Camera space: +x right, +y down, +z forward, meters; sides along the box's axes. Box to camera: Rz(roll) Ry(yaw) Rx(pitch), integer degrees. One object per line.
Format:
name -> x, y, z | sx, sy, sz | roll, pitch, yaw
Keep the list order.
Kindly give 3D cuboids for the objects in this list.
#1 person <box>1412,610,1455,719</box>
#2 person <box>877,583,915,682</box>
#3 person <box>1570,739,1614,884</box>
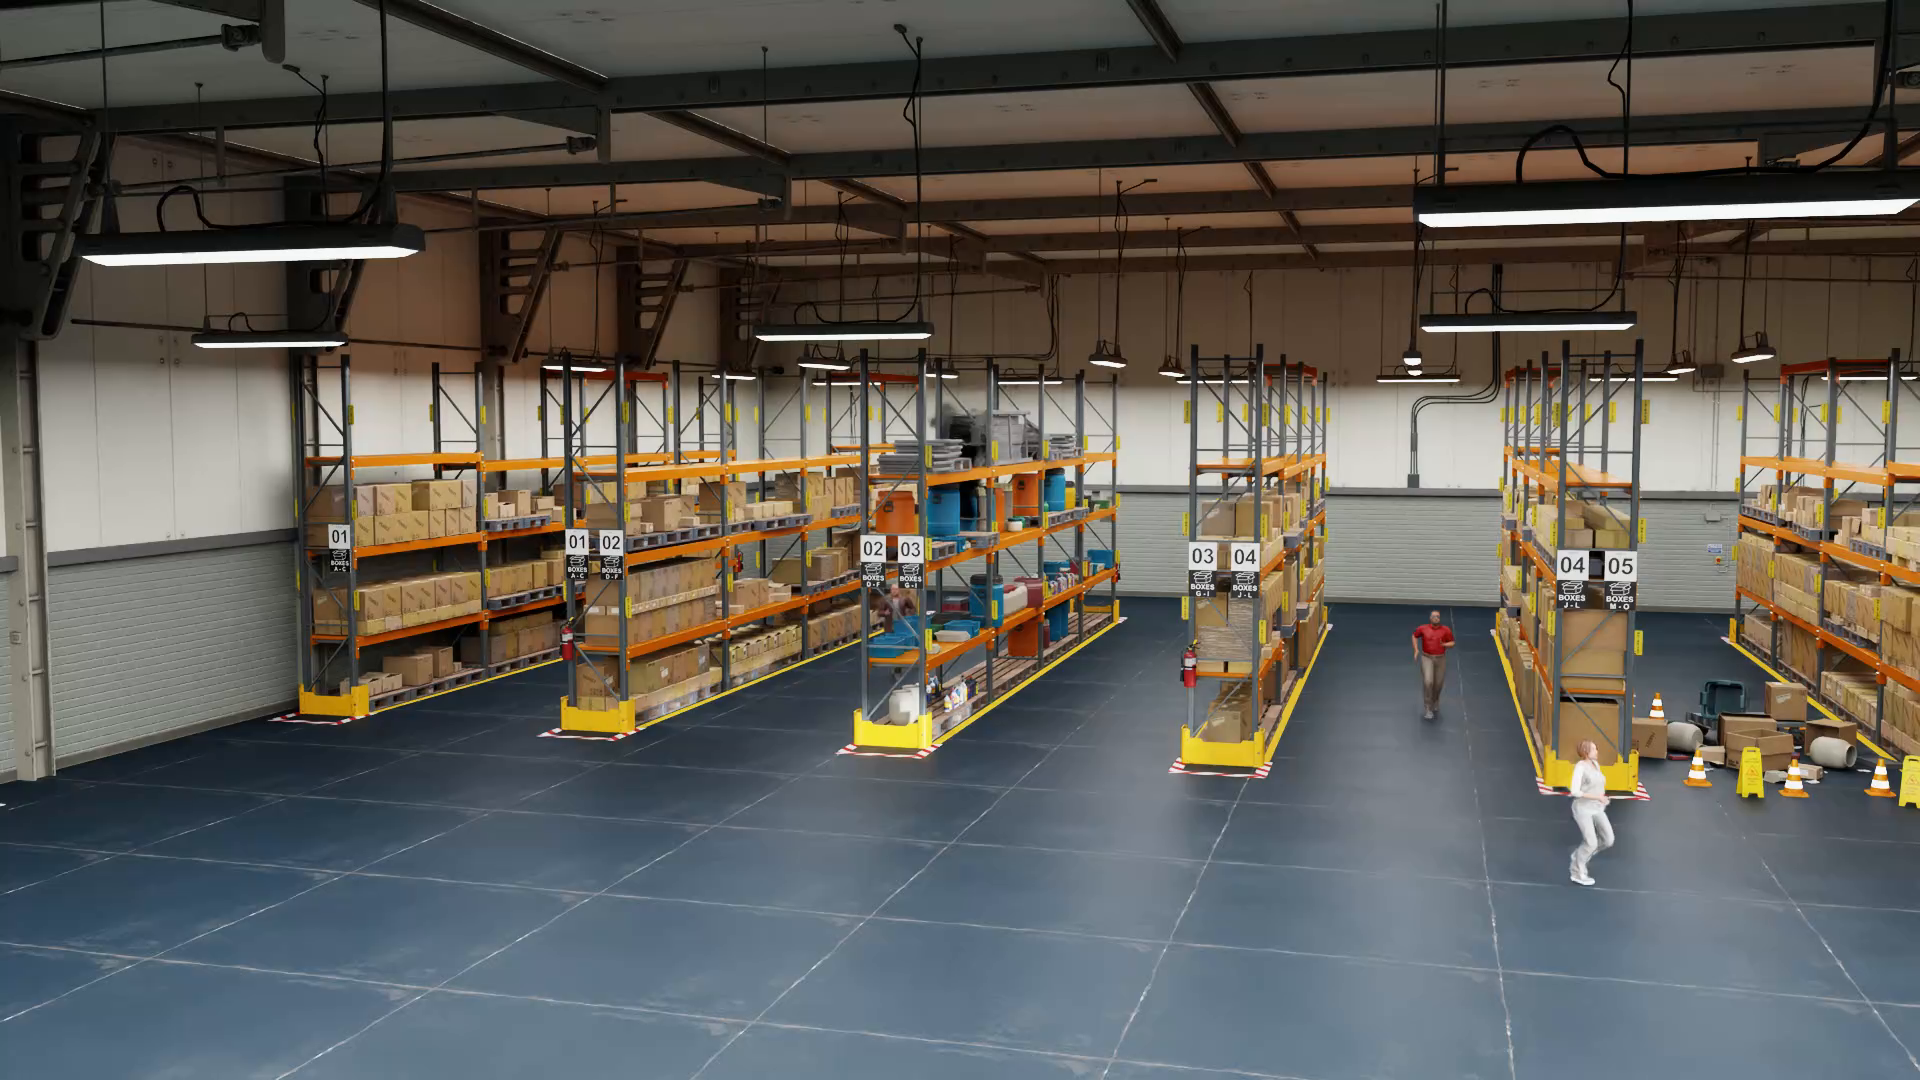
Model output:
person -> 7.902, 2.063, 27.740 | 0.642, 1.794, 0.816 | 0, 4, 4
person -> -1.223, 1.735, 31.583 | 0.692, 1.833, 0.850 | 1, 4, 7
person -> 6.722, 2.894, 17.666 | 0.526, 1.556, 0.536 | -3, 5, -37
